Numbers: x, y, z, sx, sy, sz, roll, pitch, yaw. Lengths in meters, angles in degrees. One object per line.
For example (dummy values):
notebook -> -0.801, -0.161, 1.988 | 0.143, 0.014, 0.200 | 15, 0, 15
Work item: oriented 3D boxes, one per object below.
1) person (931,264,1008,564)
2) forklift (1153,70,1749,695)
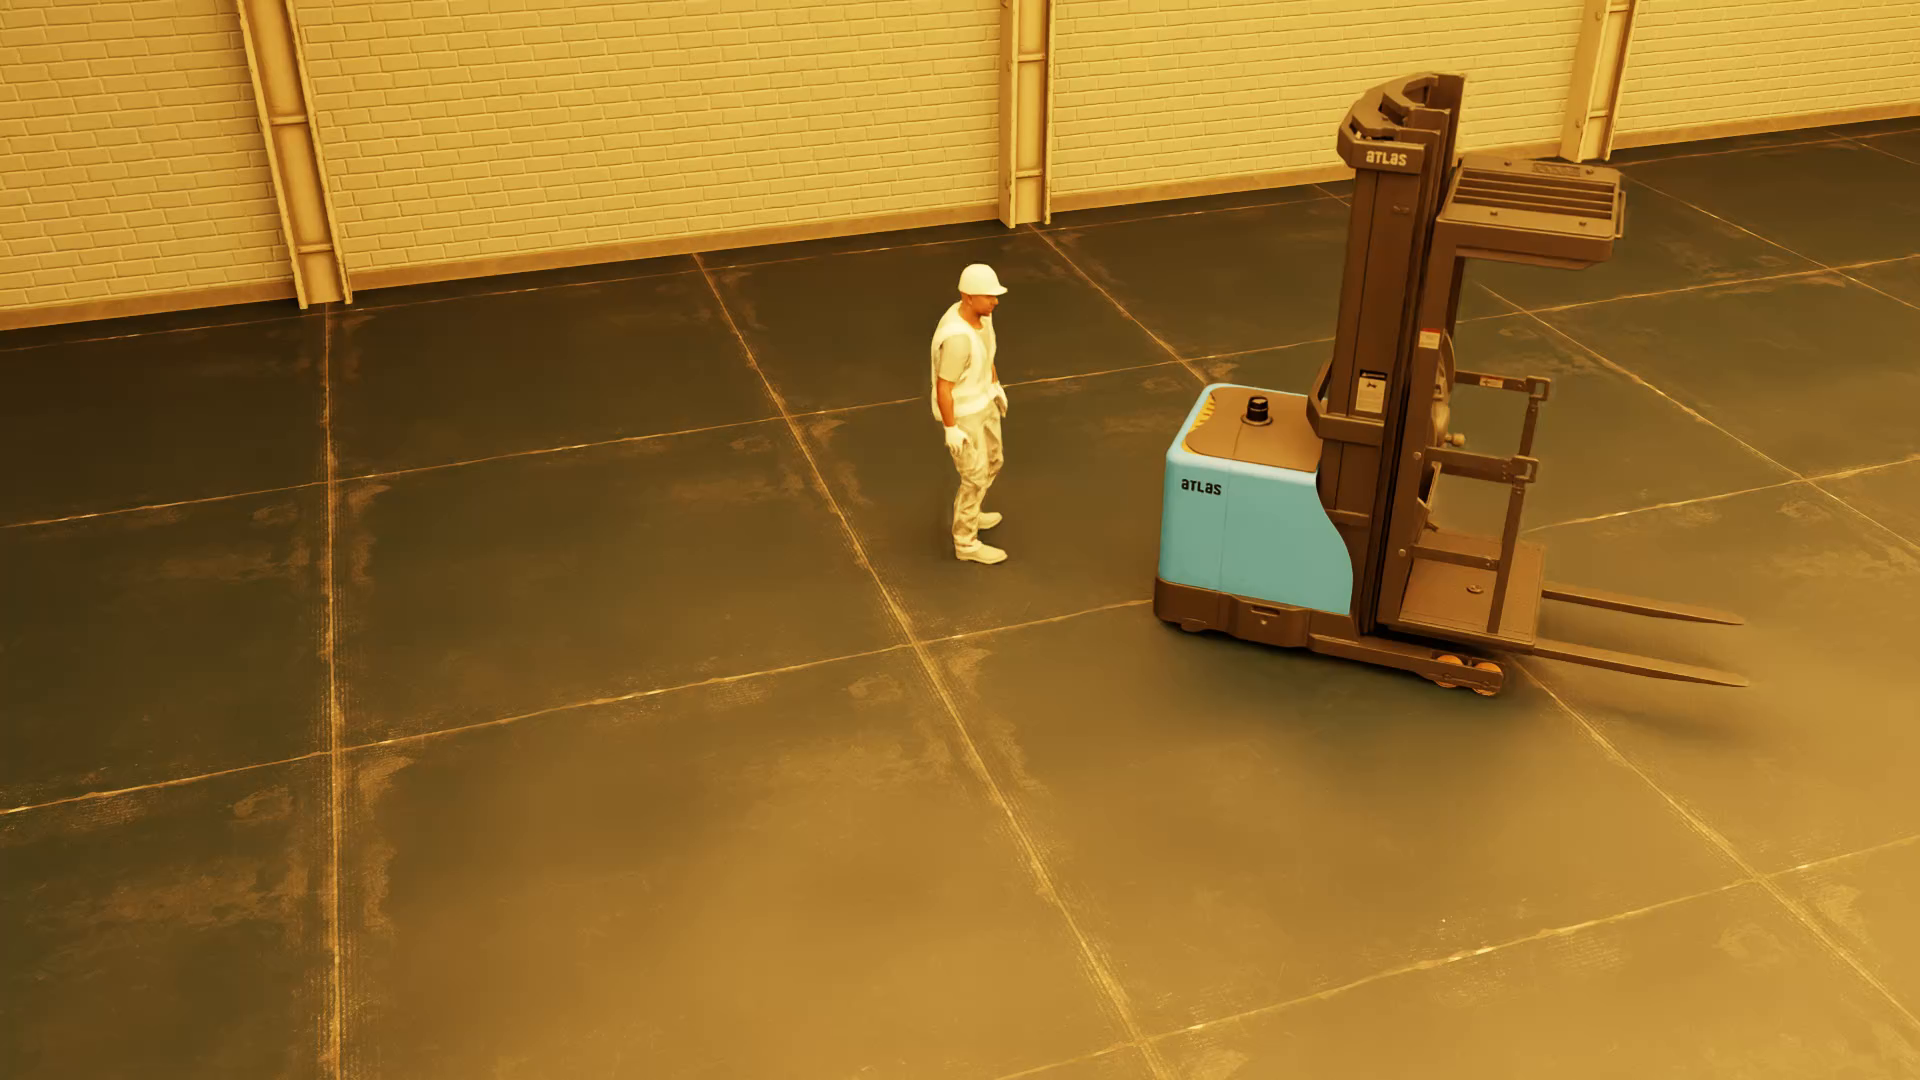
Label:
person -> 0.103, -0.748, 9.576 | 0.512, 1.756, 0.664 | 12, 32, 20
forklift -> 2.640, -0.765, 8.417 | 3.031, 2.935, 1.130 | 10, 32, 18
